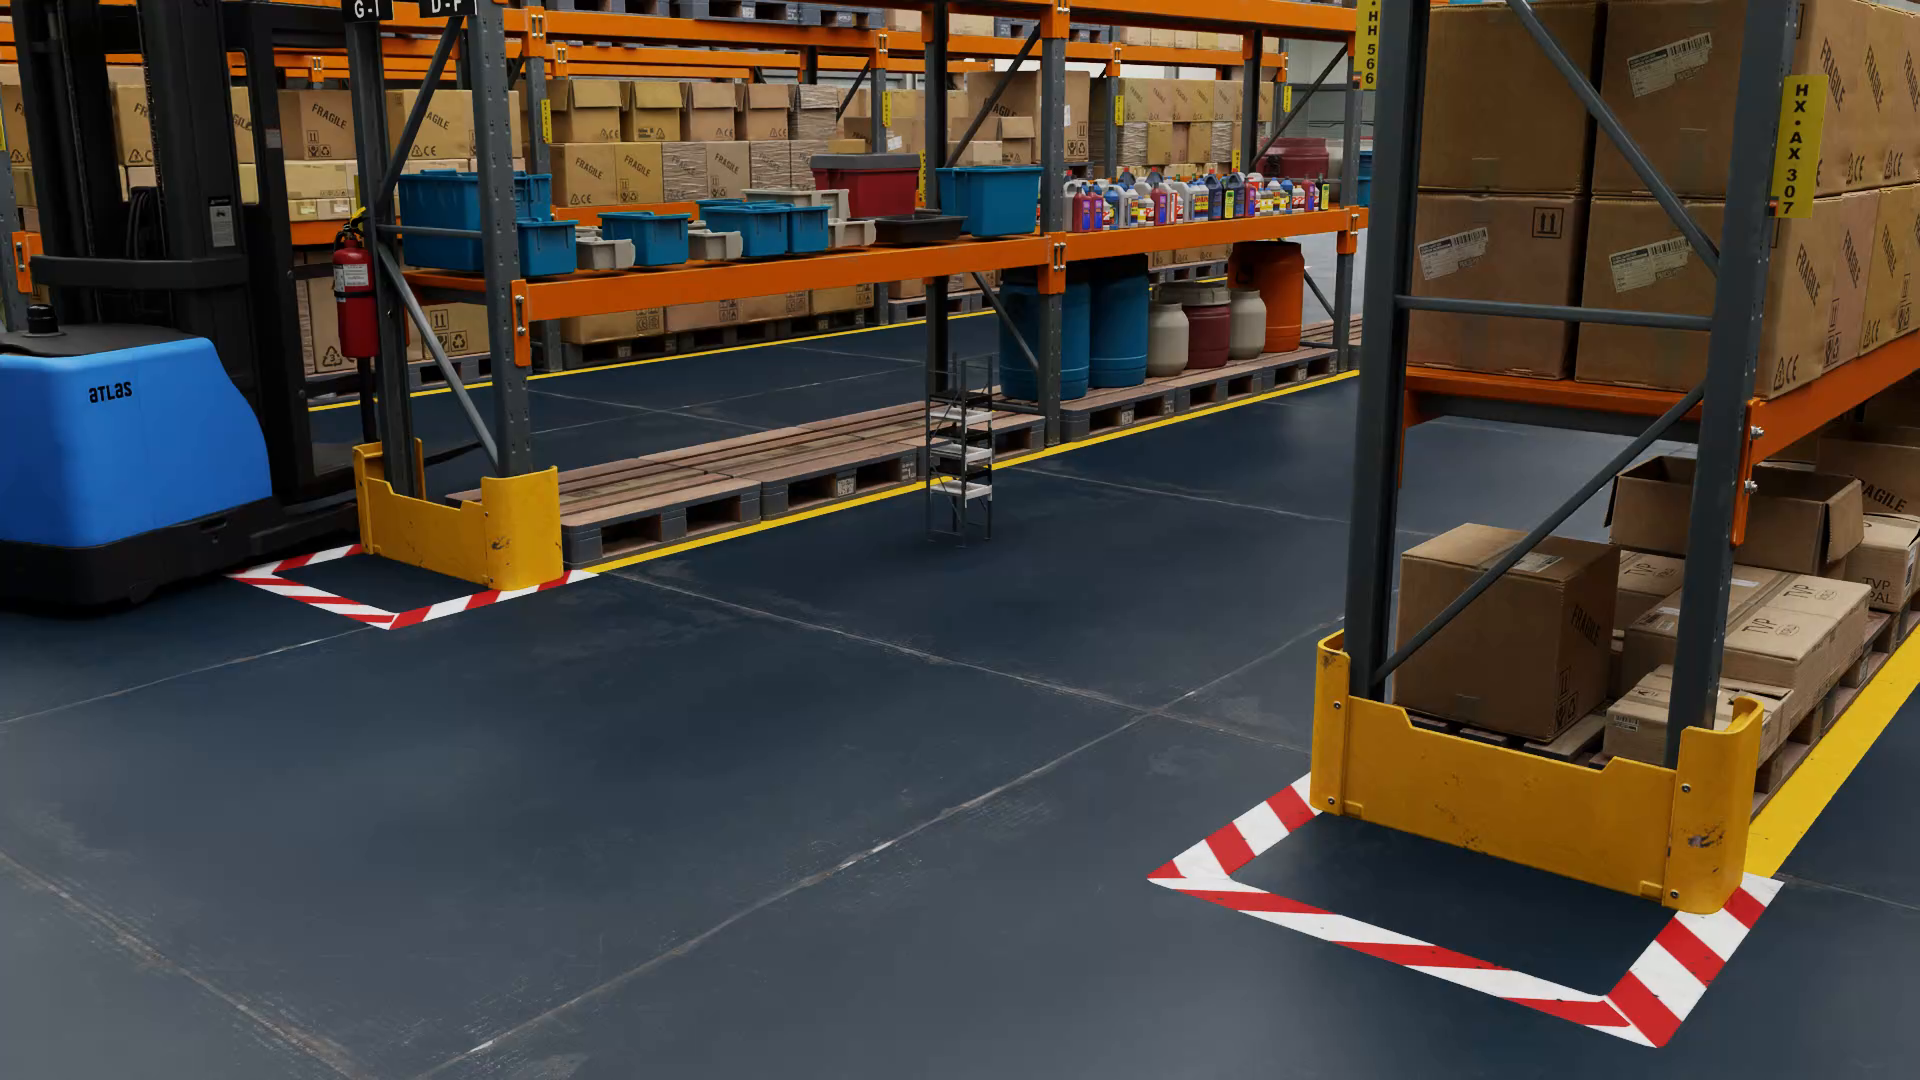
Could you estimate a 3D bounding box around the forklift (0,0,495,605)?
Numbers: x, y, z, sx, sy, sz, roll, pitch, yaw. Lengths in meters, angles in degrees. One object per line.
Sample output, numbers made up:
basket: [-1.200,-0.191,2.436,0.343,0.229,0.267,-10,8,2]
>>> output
forklift: [-3.493,-1.471,7.961,1.130,2.935,3.031,5,15,19]

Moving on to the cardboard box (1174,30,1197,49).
cardboard box: [2.510,-6.041,20.023,0.500,0.250,0.500,10,18,35]

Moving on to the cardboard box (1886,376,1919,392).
cardboard box: [4.874,-0.512,8.231,0.500,0.500,0.500,12,18,38]

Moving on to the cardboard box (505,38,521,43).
cardboard box: [-5.091,-5.792,18.536,0.500,0.500,0.500,11,18,38]

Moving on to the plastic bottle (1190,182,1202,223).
plastic bottle: [1.612,-2.326,11.449,0.097,0.271,0.097,0,14,0]

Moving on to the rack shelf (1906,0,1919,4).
rack shelf: [5.310,-2.840,8.579,1.077,0.370,4.000,11,18,38]

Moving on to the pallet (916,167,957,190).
pallet: [-0.770,-3.712,17.031,1.213,0.211,1.003,11,18,38]

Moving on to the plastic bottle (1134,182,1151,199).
plastic bottle: [1.254,-2.289,11.295,0.152,0.276,0.135,11,18,38]

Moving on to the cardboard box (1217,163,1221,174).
cardboard box: [3.101,-4.733,21.174,0.380,0.149,0.250,11,18,38]

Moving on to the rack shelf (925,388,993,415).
rack shelf: [-0.005,-0.664,7.948,0.258,0.077,0.200,11,18,38]

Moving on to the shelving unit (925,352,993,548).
shelving unit: [-0.005,-0.435,8.006,0.258,0.900,0.210,11,18,38]

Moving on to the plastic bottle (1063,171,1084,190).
plastic bottle: [0.755,-2.335,11.322,0.144,0.351,0.185,11,18,38]

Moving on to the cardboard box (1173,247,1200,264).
cardboard box: [2.730,-3.822,21.299,0.500,0.500,0.500,14,20,43]

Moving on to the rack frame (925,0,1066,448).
rack frame: [0.203,-2.119,10.372,1.000,3.000,0.127,11,18,38]

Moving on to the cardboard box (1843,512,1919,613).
cardboard box: [3.445,0.035,6.461,0.500,0.311,0.500,11,18,38]

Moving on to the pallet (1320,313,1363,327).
pallet: [4.001,-1.909,15.207,1.003,0.211,1.213,11,18,38]

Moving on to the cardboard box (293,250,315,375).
cardboard box: [-5.251,-1.602,11.801,0.875,0.875,0.875,11,18,38]

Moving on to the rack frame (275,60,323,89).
rack frame: [-8.843,-5.185,22.442,1.000,3.000,0.127,11,18,38]

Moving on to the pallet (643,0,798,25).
pallet: [-2.199,-4.668,14.696,1.003,0.211,1.213,12,19,40]

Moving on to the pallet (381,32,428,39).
pallet: [-6.323,-5.336,17.325,1.213,0.211,1.003,11,18,38]

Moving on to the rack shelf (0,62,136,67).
rack shelf: [-13.964,-6.675,23.674,1.077,0.370,4.000,11,18,38]

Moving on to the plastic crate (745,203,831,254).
plastic crate: [-0.884,-1.607,8.574,0.416,0.233,0.300,11,18,38]

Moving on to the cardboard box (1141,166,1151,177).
cardboard box: [2.051,-4.388,19.816,0.380,0.149,0.250,11,18,38]

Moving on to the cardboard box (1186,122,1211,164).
cardboard box: [2.634,-4.978,20.818,0.875,0.500,0.500,11,18,38]

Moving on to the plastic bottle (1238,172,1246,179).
plastic bottle: [2.194,-2.792,13.274,0.152,0.276,0.135,11,18,38]

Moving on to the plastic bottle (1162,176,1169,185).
plastic bottle: [1.519,-2.595,12.507,0.097,0.271,0.097,0,14,0]

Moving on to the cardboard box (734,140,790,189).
cardboard box: [-1.895,-3.373,15.104,0.500,0.500,0.500,11,18,36]

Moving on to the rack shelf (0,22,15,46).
rack shelf: [-8.701,-4.395,14.699,1.077,0.370,4.000,11,18,38]

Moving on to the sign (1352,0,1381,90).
sign: [1.120,-1.390,4.508,0.100,0.325,0.005,11,18,38]

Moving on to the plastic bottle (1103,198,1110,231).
plastic bottle: [0.907,-2.077,10.612,0.097,0.201,0.097,0,14,0]

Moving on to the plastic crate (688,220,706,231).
plastic crate: [-1.418,-1.608,8.776,0.298,0.136,0.250,11,18,38]

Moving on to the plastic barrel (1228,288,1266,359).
plastic barrel: [2.137,-1.665,12.783,0.421,0.512,0.421,0,14,0]

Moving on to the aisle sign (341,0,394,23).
aisle sign: [-2.584,-2.645,7.161,0.394,0.787,0.004,11,18,38]

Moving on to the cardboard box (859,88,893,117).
cardboard box: [-1.456,-6.071,23.432,0.875,0.550,0.550,11,18,38]

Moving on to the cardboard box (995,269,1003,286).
cardboard box: [0.310,-3.109,18.454,0.700,0.500,0.500,9,17,33]

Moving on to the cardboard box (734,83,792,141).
cardboard box: [-2.019,-3.924,15.238,0.797,0.503,0.637,12,18,39]

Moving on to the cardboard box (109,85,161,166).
cardboard box: [-5.338,-2.700,10.838,0.500,0.500,0.500,11,18,36]

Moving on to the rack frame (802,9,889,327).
rack frame: [-1.135,-3.652,16.405,1.000,3.000,0.127,11,18,38]

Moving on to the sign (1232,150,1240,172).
sign: [2.285,-3.048,13.697,0.100,0.325,0.005,11,18,38]

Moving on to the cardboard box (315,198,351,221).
cardboard box: [-4.554,-2.360,11.831,0.380,0.149,0.250,12,18,38]

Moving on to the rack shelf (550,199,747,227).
rack shelf: [-2.392,-2.920,14.986,1.077,0.370,4.000,11,18,38]

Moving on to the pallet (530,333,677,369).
pallet: [-3.223,-1.693,14.360,1.003,0.211,1.213,11,18,38]

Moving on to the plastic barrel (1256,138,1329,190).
plastic barrel: [2.773,-3.087,13.905,0.600,0.536,0.708,11,18,38]

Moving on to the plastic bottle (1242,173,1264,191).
plastic bottle: [2.312,-2.769,13.181,0.152,0.276,0.135,11,18,38]

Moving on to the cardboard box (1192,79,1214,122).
cardboard box: [2.793,-5.431,20.571,0.500,0.500,0.500,11,18,38]

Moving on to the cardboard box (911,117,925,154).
cardboard box: [-0.554,-4.136,17.254,0.500,0.500,0.700,-13,19,-41]

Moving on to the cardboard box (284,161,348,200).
cardboard box: [-4.688,-2.538,11.722,0.500,0.250,0.500,11,18,36]

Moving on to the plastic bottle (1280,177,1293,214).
plastic bottle: [2.441,-2.578,12.442,0.097,0.271,0.097,0,14,0]

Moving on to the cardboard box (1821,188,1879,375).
cardboard box: [2.343,-0.778,4.890,0.500,0.500,0.500,11,18,37]

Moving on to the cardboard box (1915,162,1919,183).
cardboard box: [2.983,-1.457,5.531,0.500,0.500,0.500,11,18,37]

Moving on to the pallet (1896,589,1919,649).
pallet: [3.621,0.131,7.178,1.003,0.211,1.213,11,18,38]
